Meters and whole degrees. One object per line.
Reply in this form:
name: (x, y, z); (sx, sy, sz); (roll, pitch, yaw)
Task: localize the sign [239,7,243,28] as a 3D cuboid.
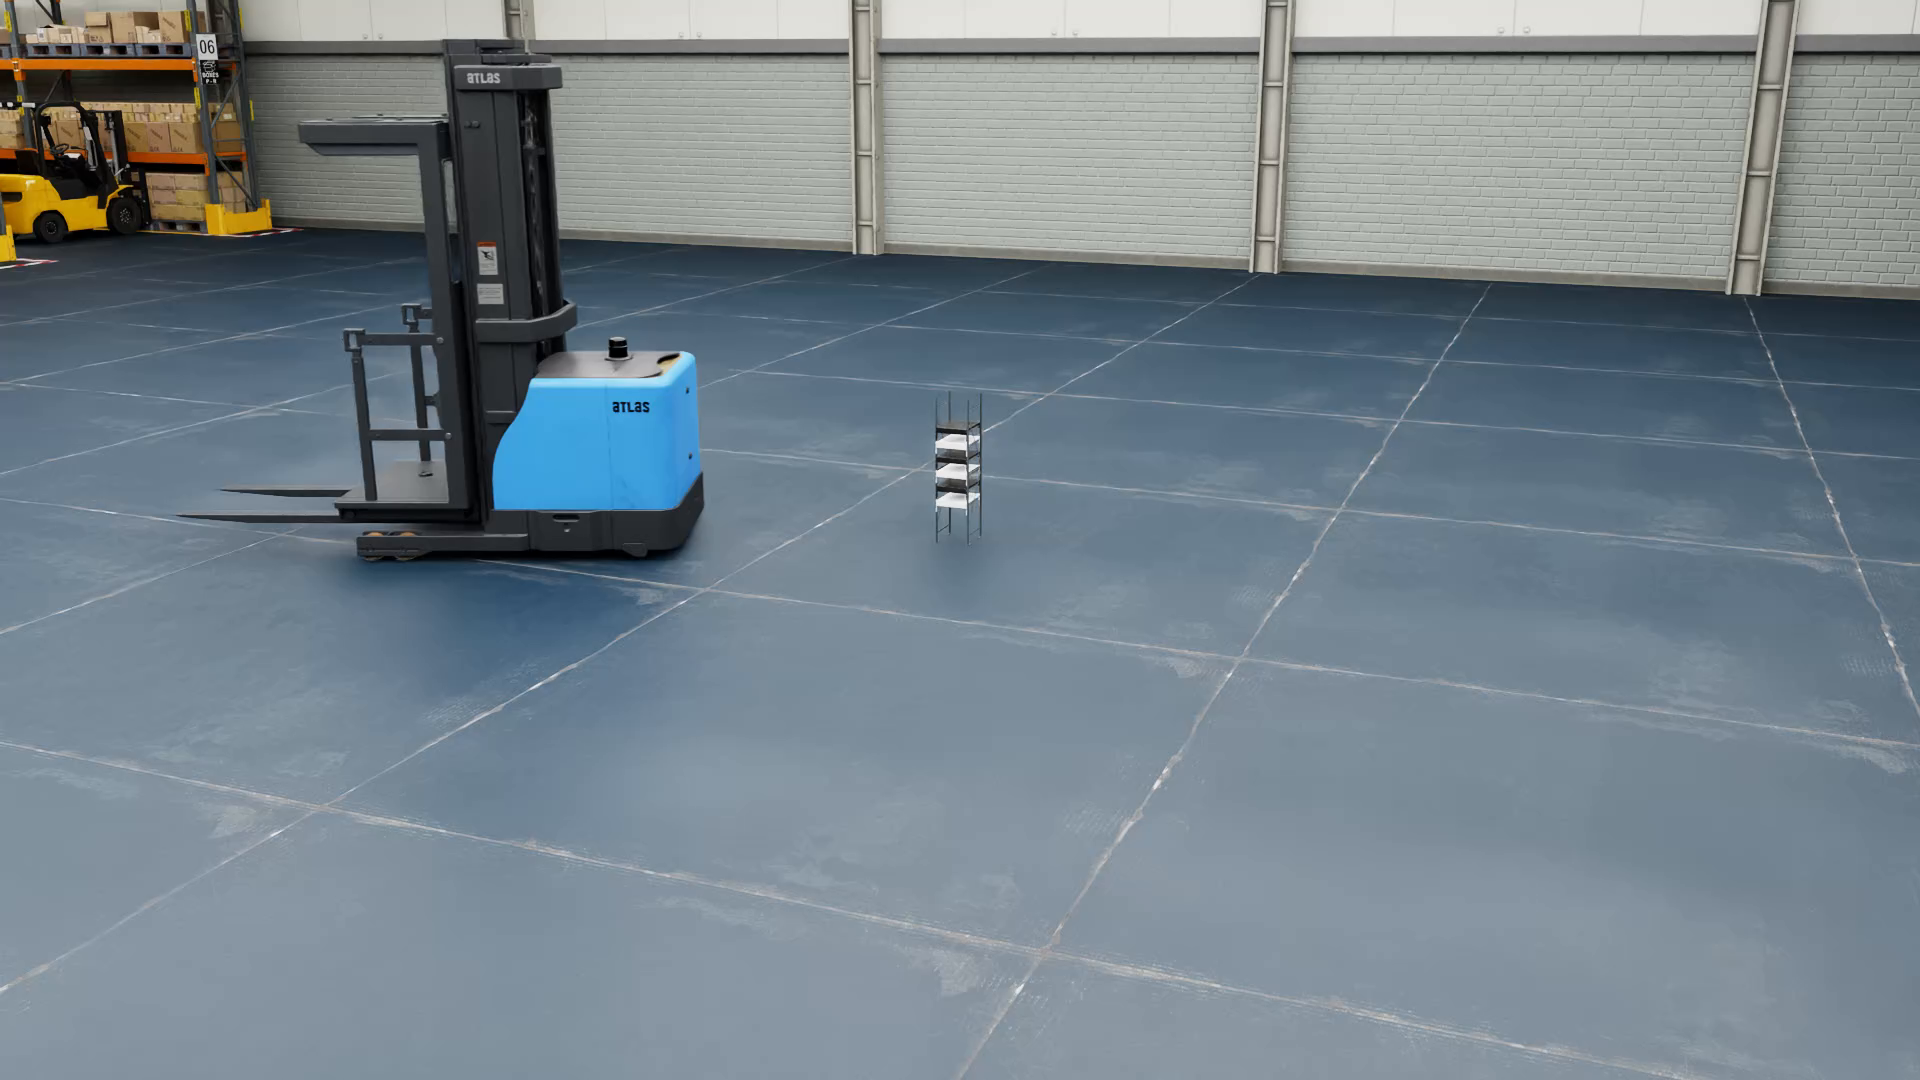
sign: (-12.009, -8.717, 27.730); (0.005, 0.325, 0.100); (6, 17, 21)

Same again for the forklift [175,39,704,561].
forklift: (-3.154, -1.431, 9.845); (3.031, 2.935, 1.130); (0, 16, 1)

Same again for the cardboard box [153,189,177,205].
cardboard box: (-13.249, -5.819, 28.121); (0.500, 0.250, 0.500); (6, 17, 20)

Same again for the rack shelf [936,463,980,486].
rack shelf: (-0.008, -0.401, 10.060); (0.200, 0.077, 0.258); (6, 17, 21)

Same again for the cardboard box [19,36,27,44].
cardboard box: (-16.657, -8.792, 29.216); (0.250, 0.149, 0.380); (6, 17, 21)

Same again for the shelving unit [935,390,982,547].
shelving unit: (-0.008, -0.433, 10.051); (0.210, 0.900, 0.258); (6, 17, 21)

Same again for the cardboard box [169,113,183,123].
cardboard box: (-12.893, -7.016, 27.618); (0.250, 0.149, 0.380); (7, 17, 22)

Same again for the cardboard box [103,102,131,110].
cardboard box: (-14.286, -7.345, 28.219); (0.250, 0.149, 0.380); (6, 17, 21)

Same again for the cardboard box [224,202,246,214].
cardboard box: (-12.604, -5.658, 28.460); (0.500, 0.250, 0.500); (6, 17, 21)

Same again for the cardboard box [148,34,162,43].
cardboard box: (-13.101, -8.251, 27.352); (0.250, 0.149, 0.380); (6, 17, 19)

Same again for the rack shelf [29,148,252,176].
rack shelf: (-14.079, -6.534, 28.592); (4.000, 0.370, 1.077); (6, 17, 21)

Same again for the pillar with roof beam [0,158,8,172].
pillar with roof beam: (-19.697, -9.359, 26.270); (0.400, 9.000, 9.100); (6, 17, 21)

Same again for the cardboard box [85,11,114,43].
cardboard box: (-14.166, -8.598, 27.911); (0.637, 0.503, 0.797); (7, 18, 22)

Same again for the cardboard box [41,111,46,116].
cardboard box: (-15.740, -7.343, 28.745); (0.250, 0.149, 0.380); (6, 17, 20)

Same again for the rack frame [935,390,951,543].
rack frame: (-0.102, -0.443, 10.087); (0.006, 0.900, 0.240); (6, 17, 21)

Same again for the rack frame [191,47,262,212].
rack frame: (-12.219, -6.675, 27.787); (0.127, 3.000, 1.000); (6, 17, 21)

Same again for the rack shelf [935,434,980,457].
rack shelf: (-0.008, -0.574, 10.010); (0.200, 0.077, 0.258); (6, 17, 21)

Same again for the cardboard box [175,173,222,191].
cardboard box: (-12.761, -6.003, 27.856); (0.500, 0.250, 0.500); (7, 18, 22)

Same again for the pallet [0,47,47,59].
pallet: (-16.765, -8.520, 29.105); (1.217, 0.209, 0.805); (6, 17, 18)

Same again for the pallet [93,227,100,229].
pallet: (-15.215, -5.653, 29.268); (1.213, 0.211, 1.003); (6, 17, 21)

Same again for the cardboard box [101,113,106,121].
cardboard box: (-14.308, -7.180, 28.182); (0.250, 0.149, 0.380); (6, 17, 19)

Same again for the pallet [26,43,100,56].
pallet: (-15.137, -8.402, 28.514); (1.213, 0.211, 1.003); (6, 17, 21)

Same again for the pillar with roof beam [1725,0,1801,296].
pillar with roof beam: (8.211, -6.290, 15.699); (0.400, 9.000, 9.100); (6, 17, 21)

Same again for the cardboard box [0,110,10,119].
cardboard box: (-16.586, -7.443, 29.089); (0.250, 0.149, 0.380); (6, 17, 20)

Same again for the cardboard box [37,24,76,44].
cardboard box: (-15.255, -8.584, 28.208); (0.500, 0.311, 0.500); (7, 17, 22)

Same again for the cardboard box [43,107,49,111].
cardboard box: (-15.752, -7.477, 28.674); (0.250, 0.149, 0.380); (7, 17, 22)

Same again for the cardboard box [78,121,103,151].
cardboard box: (-14.661, -6.919, 28.447); (0.500, 0.500, 0.500); (6, 17, 20)

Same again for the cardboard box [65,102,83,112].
cardboard box: (-15.033, -7.397, 28.398); (0.250, 0.149, 0.380); (7, 17, 22)

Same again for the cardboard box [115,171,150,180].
cardboard box: (-14.180, -6.156, 28.385); (0.500, 0.250, 0.500); (6, 17, 20)

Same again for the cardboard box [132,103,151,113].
cardboard box: (-13.611, -7.239, 27.853); (0.250, 0.149, 0.380); (7, 18, 22)

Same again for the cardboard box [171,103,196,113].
cardboard box: (-12.870, -7.177, 27.639); (0.250, 0.149, 0.380); (6, 17, 21)

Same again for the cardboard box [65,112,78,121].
cardboard box: (-15.043, -7.253, 28.435); (0.250, 0.149, 0.380); (7, 17, 22)

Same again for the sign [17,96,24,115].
sign: (-16.130, -7.461, 28.558); (0.005, 0.325, 0.100); (6, 17, 21)

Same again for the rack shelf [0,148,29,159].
rack shelf: (-17.800, -6.944, 30.002); (4.000, 0.370, 1.077); (6, 17, 21)

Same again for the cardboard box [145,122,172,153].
cardboard box: (-13.252, -6.761, 27.903); (0.500, 0.500, 0.500); (7, 18, 22)

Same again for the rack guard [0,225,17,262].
rack guard: (-14.107, -4.195, 23.727); (0.348, 0.500, 1.175); (6, 17, 21)

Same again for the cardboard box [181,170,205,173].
cardboard box: (-13.062, -6.185, 28.484); (0.500, 0.250, 0.500); (6, 17, 21)

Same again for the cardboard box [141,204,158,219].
cardboard box: (-13.693, -5.630, 28.364); (0.500, 0.250, 0.500); (6, 17, 21)

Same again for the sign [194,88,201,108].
sign: (-12.431, -7.206, 27.113); (0.005, 0.325, 0.100); (6, 17, 21)

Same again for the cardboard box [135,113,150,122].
cardboard box: (-13.604, -7.102, 27.914); (0.250, 0.149, 0.380); (6, 17, 19)
